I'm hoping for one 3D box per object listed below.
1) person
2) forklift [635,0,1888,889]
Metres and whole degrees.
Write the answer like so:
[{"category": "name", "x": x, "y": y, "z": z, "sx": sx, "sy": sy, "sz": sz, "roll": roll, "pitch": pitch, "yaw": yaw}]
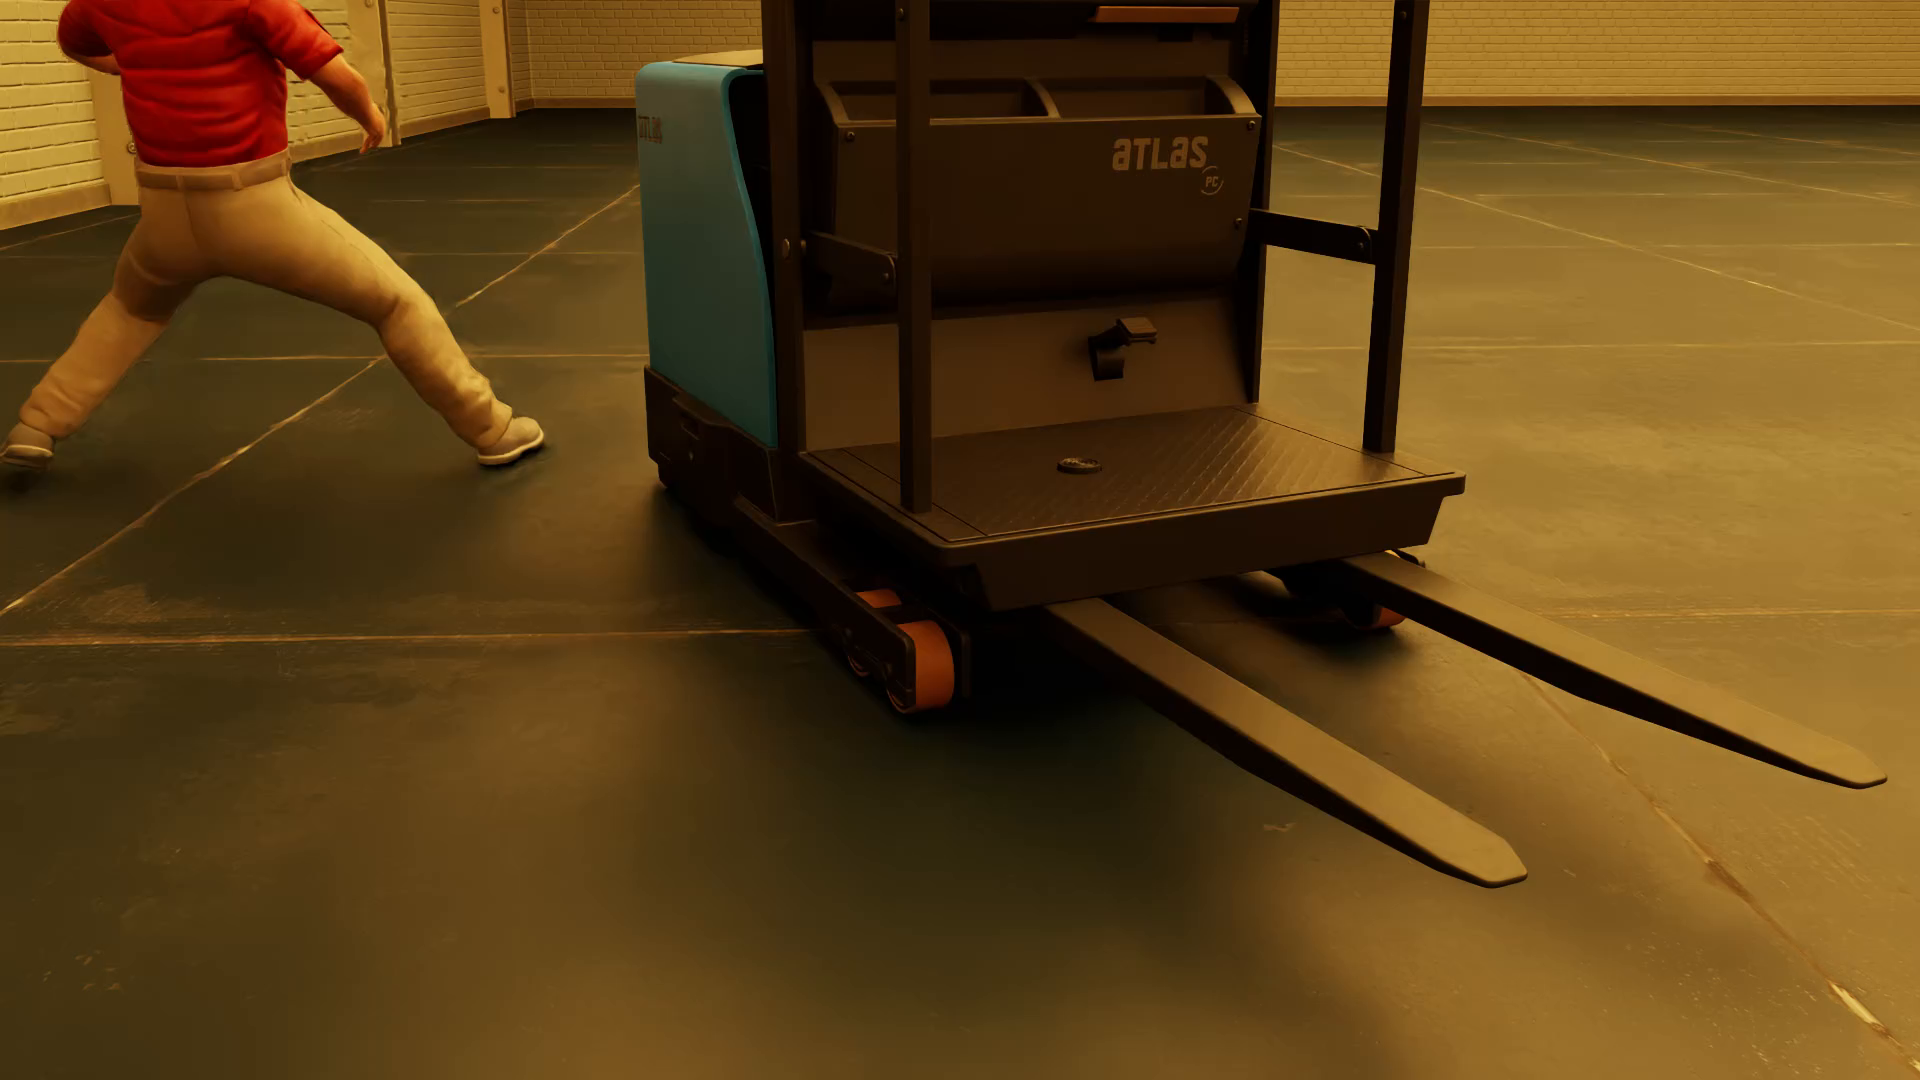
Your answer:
[{"category": "person", "x": -1.892, "y": -0.938, "z": 4.369, "sx": 1.287, "sy": 1.517, "sz": 0.852, "roll": 4, "pitch": 17, "yaw": 13}, {"category": "forklift", "x": 0.258, "y": -1.240, "z": 2.962, "sx": 1.130, "sy": 2.935, "sz": 3.031, "roll": -8, "pitch": 19, "yaw": -24}]
